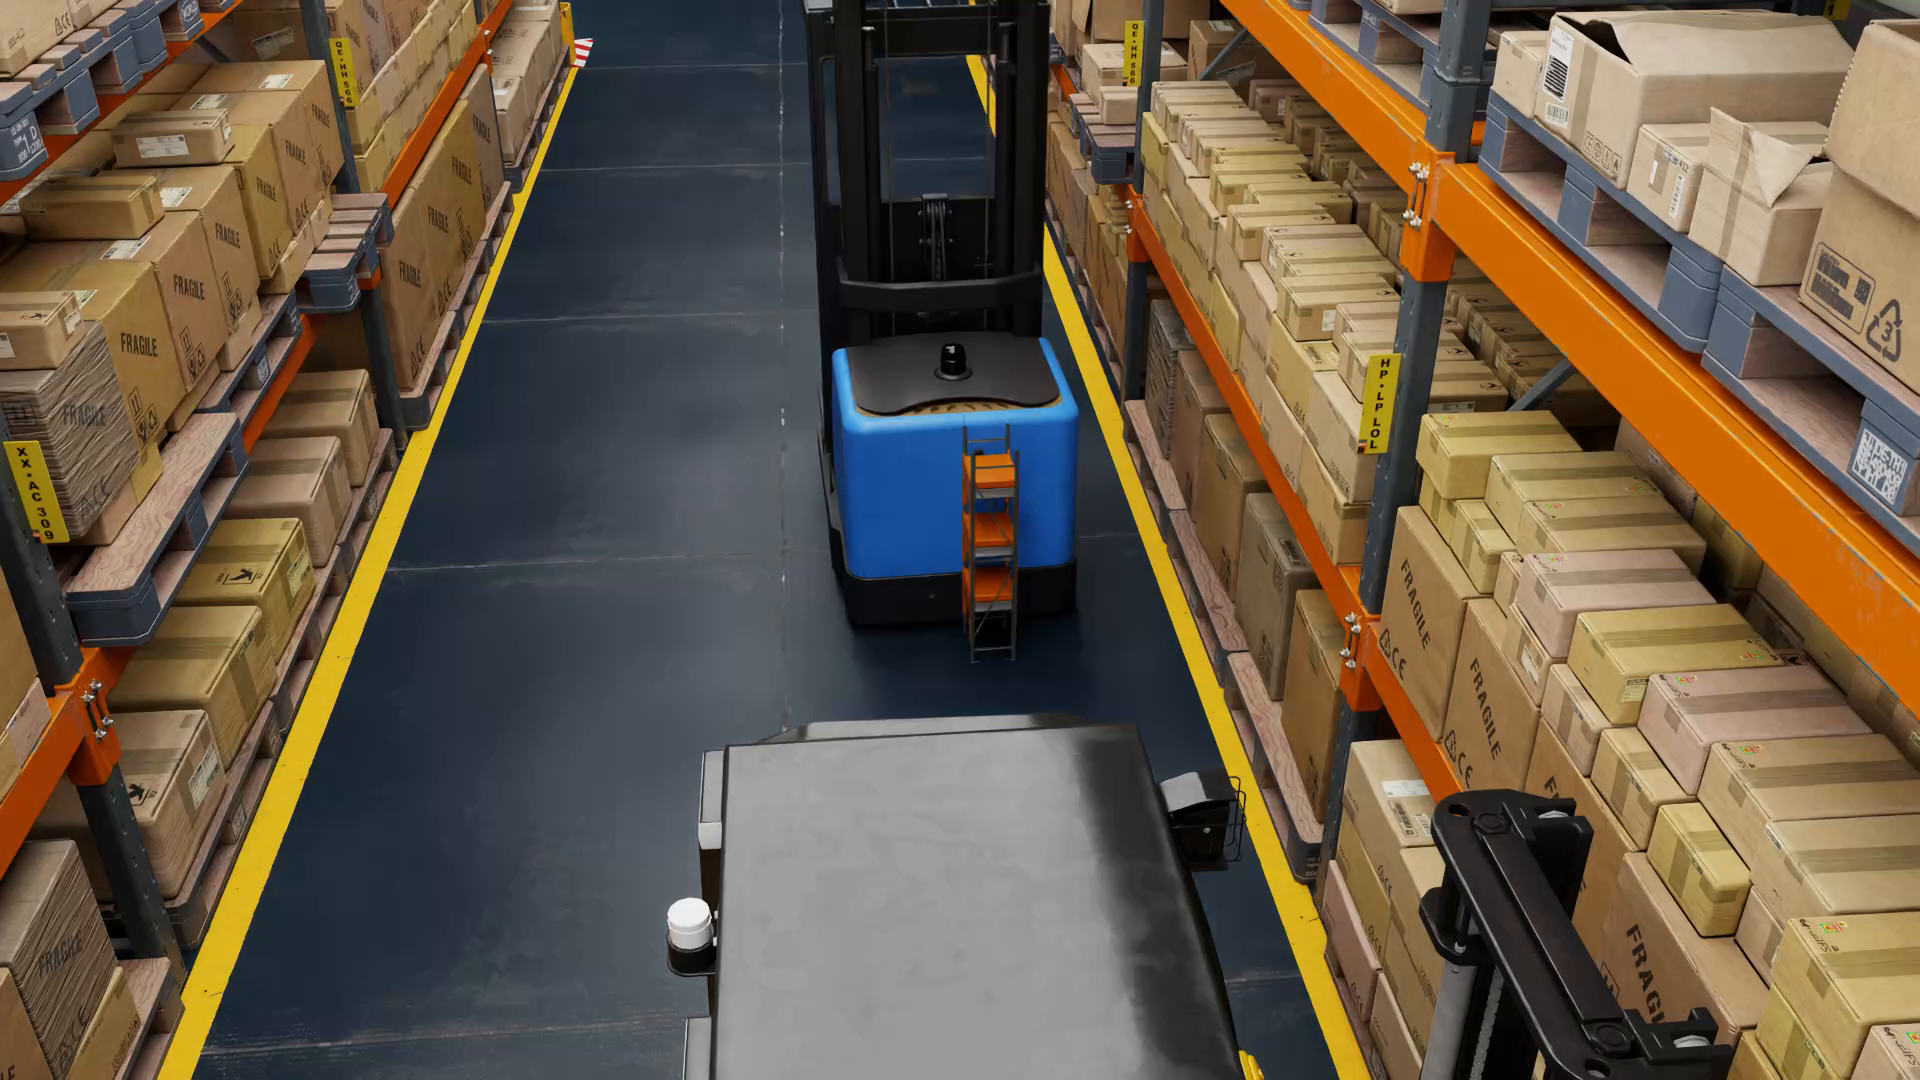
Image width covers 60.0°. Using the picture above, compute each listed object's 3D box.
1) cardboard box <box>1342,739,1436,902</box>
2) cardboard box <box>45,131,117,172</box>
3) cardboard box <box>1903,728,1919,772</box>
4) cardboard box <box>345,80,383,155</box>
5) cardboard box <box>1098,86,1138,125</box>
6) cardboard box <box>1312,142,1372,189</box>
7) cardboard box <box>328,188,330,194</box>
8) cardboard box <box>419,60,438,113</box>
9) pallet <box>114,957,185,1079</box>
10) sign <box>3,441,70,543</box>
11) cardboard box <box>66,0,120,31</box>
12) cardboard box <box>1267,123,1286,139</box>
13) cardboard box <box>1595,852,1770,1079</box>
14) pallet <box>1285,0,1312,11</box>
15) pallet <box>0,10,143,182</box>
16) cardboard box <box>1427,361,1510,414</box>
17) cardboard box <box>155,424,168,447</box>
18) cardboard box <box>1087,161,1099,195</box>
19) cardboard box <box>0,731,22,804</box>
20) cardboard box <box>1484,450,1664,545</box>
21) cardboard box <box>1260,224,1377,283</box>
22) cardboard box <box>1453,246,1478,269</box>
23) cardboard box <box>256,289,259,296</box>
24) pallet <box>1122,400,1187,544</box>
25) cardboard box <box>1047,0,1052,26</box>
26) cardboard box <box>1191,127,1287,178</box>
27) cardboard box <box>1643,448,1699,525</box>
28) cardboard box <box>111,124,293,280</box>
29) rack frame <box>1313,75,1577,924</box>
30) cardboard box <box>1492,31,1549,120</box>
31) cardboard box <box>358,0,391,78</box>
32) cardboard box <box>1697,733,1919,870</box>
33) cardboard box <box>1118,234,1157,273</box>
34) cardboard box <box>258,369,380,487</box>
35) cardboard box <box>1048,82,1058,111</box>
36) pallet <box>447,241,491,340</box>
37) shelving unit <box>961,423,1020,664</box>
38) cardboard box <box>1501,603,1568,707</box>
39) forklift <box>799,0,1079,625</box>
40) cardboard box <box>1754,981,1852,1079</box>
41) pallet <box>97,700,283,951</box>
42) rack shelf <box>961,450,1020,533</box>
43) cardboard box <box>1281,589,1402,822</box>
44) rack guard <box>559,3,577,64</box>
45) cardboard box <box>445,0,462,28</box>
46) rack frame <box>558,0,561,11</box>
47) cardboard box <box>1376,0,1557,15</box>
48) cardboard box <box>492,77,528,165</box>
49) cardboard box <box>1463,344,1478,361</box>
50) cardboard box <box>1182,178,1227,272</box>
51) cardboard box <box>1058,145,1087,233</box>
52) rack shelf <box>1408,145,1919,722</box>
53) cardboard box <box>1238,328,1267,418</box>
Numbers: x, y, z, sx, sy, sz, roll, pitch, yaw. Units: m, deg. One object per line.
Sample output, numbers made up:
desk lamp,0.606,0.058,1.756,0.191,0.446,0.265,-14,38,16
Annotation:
cardboard box,1.521,0.862,5.179,0.500,0.250,0.500,-3,31,-5
cardboard box,-3.604,-1.347,6.783,0.500,0.500,0.500,-2,31,-4
cardboard box,2.199,0.514,3.443,0.380,0.149,0.250,-2,31,-3
cardboard box,-3.329,-2.194,8.657,0.500,0.250,0.500,-3,31,-5
cardboard box,0.971,-2.403,9.183,0.380,0.149,0.250,-2,31,-4
cardboard box,1.785,-1.656,7.367,0.380,0.149,0.250,-3,31,-5
cardboard box,-3.262,-1.690,7.990,0.380,0.149,0.250,-2,31,-3
cardboard box,-3.481,-2.752,10.079,0.500,0.250,0.500,-3,31,-5
pallet,-3.056,1.807,5.019,1.003,0.211,1.213,-3,31,-5
sign,-2.614,-0.133,4.703,0.100,0.325,0.005,-3,31,-5
cardboard box,-2.857,-1.712,5.002,0.500,0.250,0.500,-3,31,-5
cardboard box,1.733,-1.948,8.244,0.500,0.250,0.500,-2,31,-3
cardboard box,1.709,1.006,3.542,0.500,0.500,0.500,-3,31,-4
pallet,1.674,-2.307,6.446,1.003,0.211,1.213,-1,31,-2
pallet,-3.105,-1.259,4.690,1.213,0.211,1.003,-3,31,-5
cardboard box,1.535,-0.456,5.359,0.380,0.149,0.250,-2,31,-3
cardboard box,-3.008,-0.370,5.780,0.380,0.149,0.250,-1,31,-1
cardboard box,1.020,-2.317,10.600,0.380,0.149,0.250,-4,31,-7
cardboard box,-2.790,0.653,4.477,0.380,0.149,0.250,-2,31,-3
cardboard box,1.655,-0.115,4.497,0.380,0.149,0.250,-2,31,-4
cardboard box,1.386,-1.107,6.449,0.380,0.149,0.250,-2,31,-4
cardboard box,1.931,-1.007,6.281,0.380,0.149,0.250,-3,31,-5
cardboard box,-3.144,-1.027,6.880,0.380,0.149,0.250,-3,31,-4
pallet,1.453,-0.394,8.704,1.003,0.211,1.213,-3,31,-5
cardboard box,0.912,-3.757,11.107,0.700,0.500,0.500,-2,31,-4
cardboard box,1.264,-1.759,7.539,0.380,0.149,0.250,-2,31,-4
cardboard box,2.101,-0.142,4.542,0.380,0.149,0.250,-4,31,-6
cardboard box,-3.100,-1.385,6.846,0.500,0.500,0.500,-5,31,-8
rack frame,1.788,0.029,5.277,1.000,3.000,0.127,-3,31,-5
cardboard box,1.528,-1.131,4.031,0.380,0.149,0.250,-2,31,-4
cardboard box,-3.386,-2.762,8.877,0.500,0.500,0.500,-3,31,-4
cardboard box,1.763,0.537,3.406,0.380,0.149,0.250,-3,31,-4
cardboard box,1.116,-1.639,9.464,0.380,0.149,0.250,-4,31,-7
cardboard box,-3.484,-0.537,8.377,0.950,0.372,0.625,-5,31,-8
cardboard box,0.809,-3.245,12.154,0.380,0.149,0.250,-1,31,-2
pallet,-3.637,-1.604,10.730,1.003,0.211,1.213,-3,31,-5
shelving unit,0.128,0.026,7.182,0.215,1.050,0.252,-4,31,-6
cardboard box,1.583,0.276,4.132,0.380,0.149,0.250,-2,31,-3
forklift,-0.175,-1.613,8.092,1.130,2.935,3.031,-4,31,-6
cardboard box,1.706,0.932,3.034,0.380,0.149,0.250,-3,31,-4
pallet,-3.228,1.068,6.256,1.003,0.211,1.213,-3,31,-5
rack shelf,0.128,-0.208,7.042,0.215,0.259,0.240,-4,31,-6
cardboard box,1.728,0.602,6.223,0.875,0.625,0.625,-1,31,-2
rack guard,-4.277,-4.797,15.794,1.175,0.500,0.348,-3,31,-5
cardboard box,-3.564,-3.498,10.840,0.500,0.250,0.500,-2,31,-3
rack frame,-4.275,-5.858,15.132,1.000,3.000,0.127,-3,31,-5
cardboard box,1.478,-1.802,4.996,0.500,0.311,0.500,-4,31,-6
cardboard box,-3.853,-3.222,12.808,0.875,0.438,0.875,-3,31,-5
cardboard box,1.959,-0.650,6.072,0.500,0.250,0.500,-3,31,-5
cardboard box,1.289,-1.402,7.330,0.500,0.250,0.500,-4,31,-6
cardboard box,0.964,-2.379,11.335,0.500,0.500,0.500,-4,31,-6
rack shelf,1.975,0.071,2.982,1.077,0.370,4.000,-3,31,-5
cardboard box,1.412,-0.663,6.581,0.500,0.250,0.500,-3,31,-4
